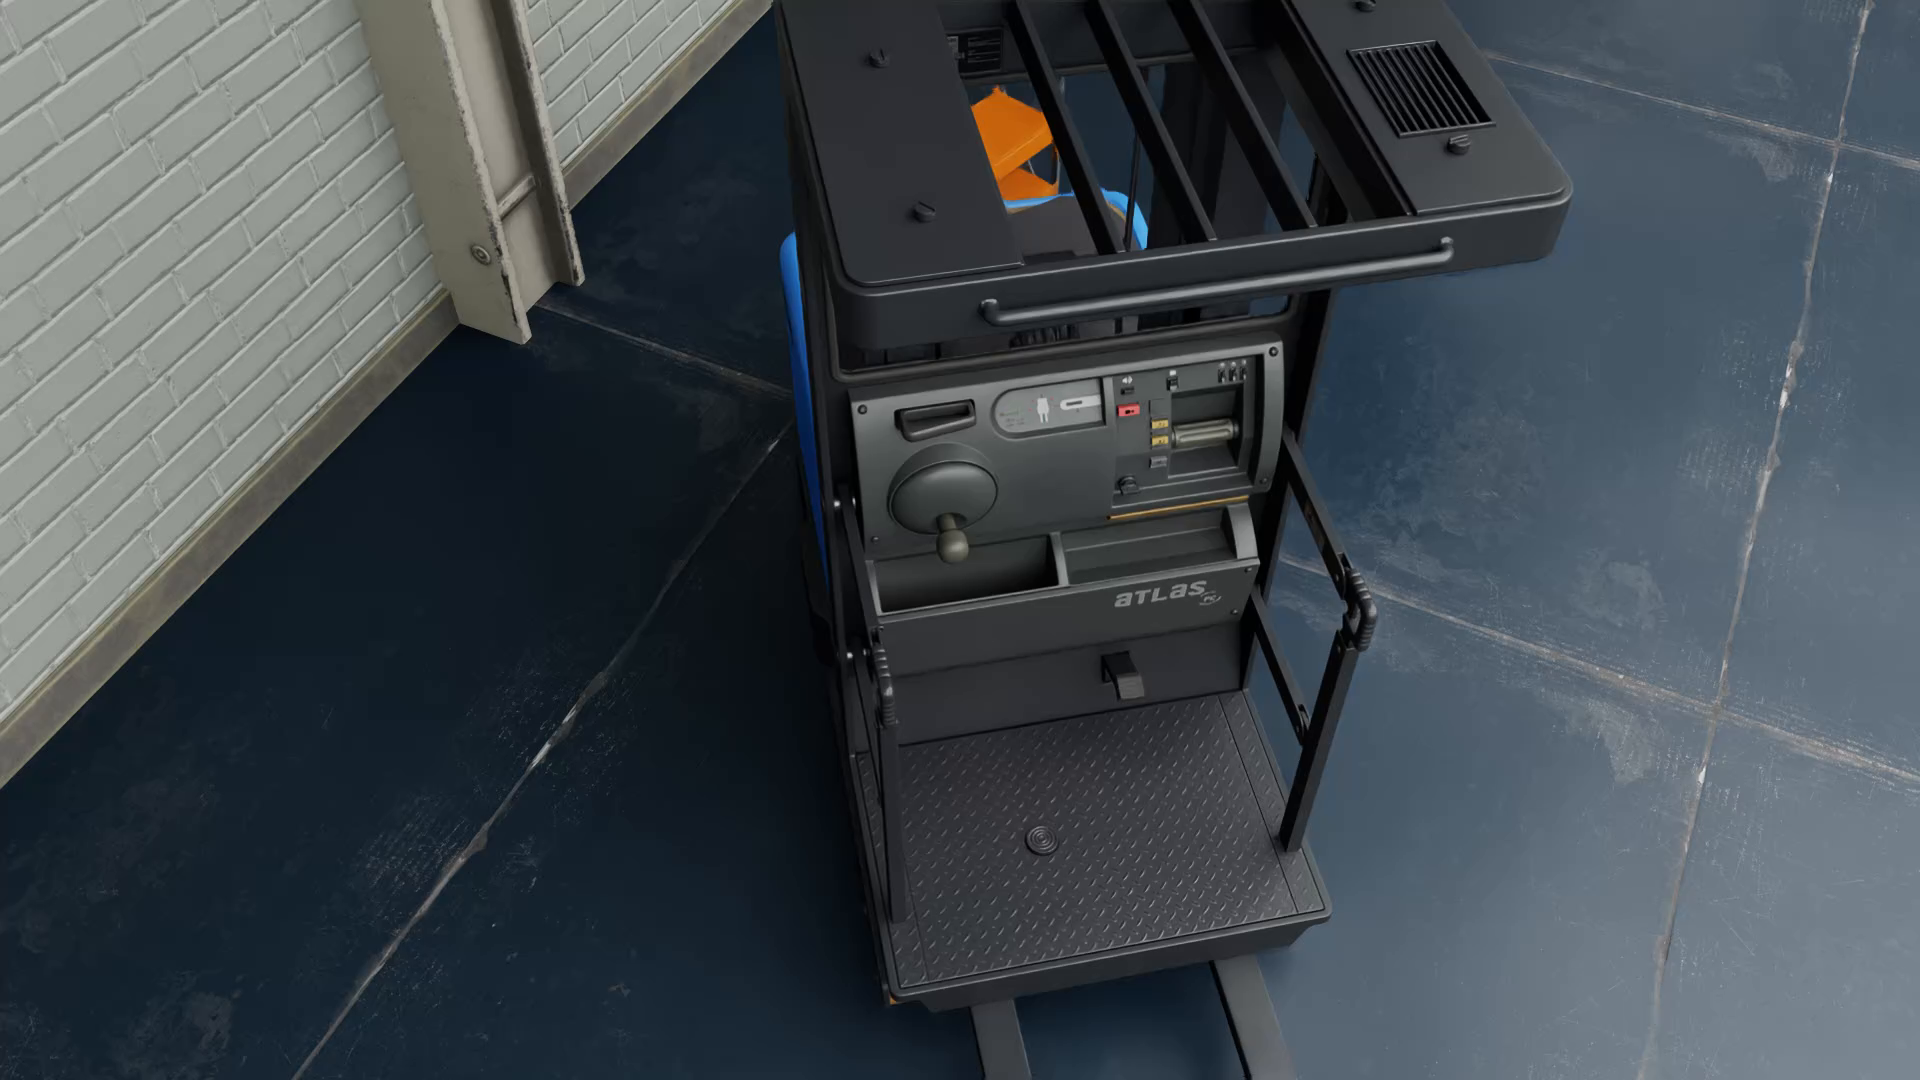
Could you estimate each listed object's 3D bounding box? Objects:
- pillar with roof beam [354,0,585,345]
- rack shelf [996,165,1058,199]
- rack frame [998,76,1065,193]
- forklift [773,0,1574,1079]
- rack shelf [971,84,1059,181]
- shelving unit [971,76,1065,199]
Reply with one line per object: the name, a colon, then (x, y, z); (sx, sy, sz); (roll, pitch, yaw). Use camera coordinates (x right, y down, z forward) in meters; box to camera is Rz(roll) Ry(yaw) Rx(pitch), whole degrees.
pillar with roof beam: (2.307, -2.386, 1.371); (9.100, 9.000, 0.400); (20, 52, 16)
rack shelf: (0.049, -0.979, 5.090); (0.258, 0.148, 0.480); (34, 57, 25)
rack frame: (0.210, -1.017, 5.328); (0.240, 1.200, 0.015); (34, 57, 25)
forklift: (0.281, -0.089, 3.401); (1.130, 2.935, 3.031); (-9, 50, -7)
rack shelf: (0.049, -1.132, 4.910); (0.258, 0.148, 0.480); (34, 57, 25)
shelving unit: (0.049, -0.877, 5.209); (0.258, 1.200, 0.503); (34, 57, 25)
